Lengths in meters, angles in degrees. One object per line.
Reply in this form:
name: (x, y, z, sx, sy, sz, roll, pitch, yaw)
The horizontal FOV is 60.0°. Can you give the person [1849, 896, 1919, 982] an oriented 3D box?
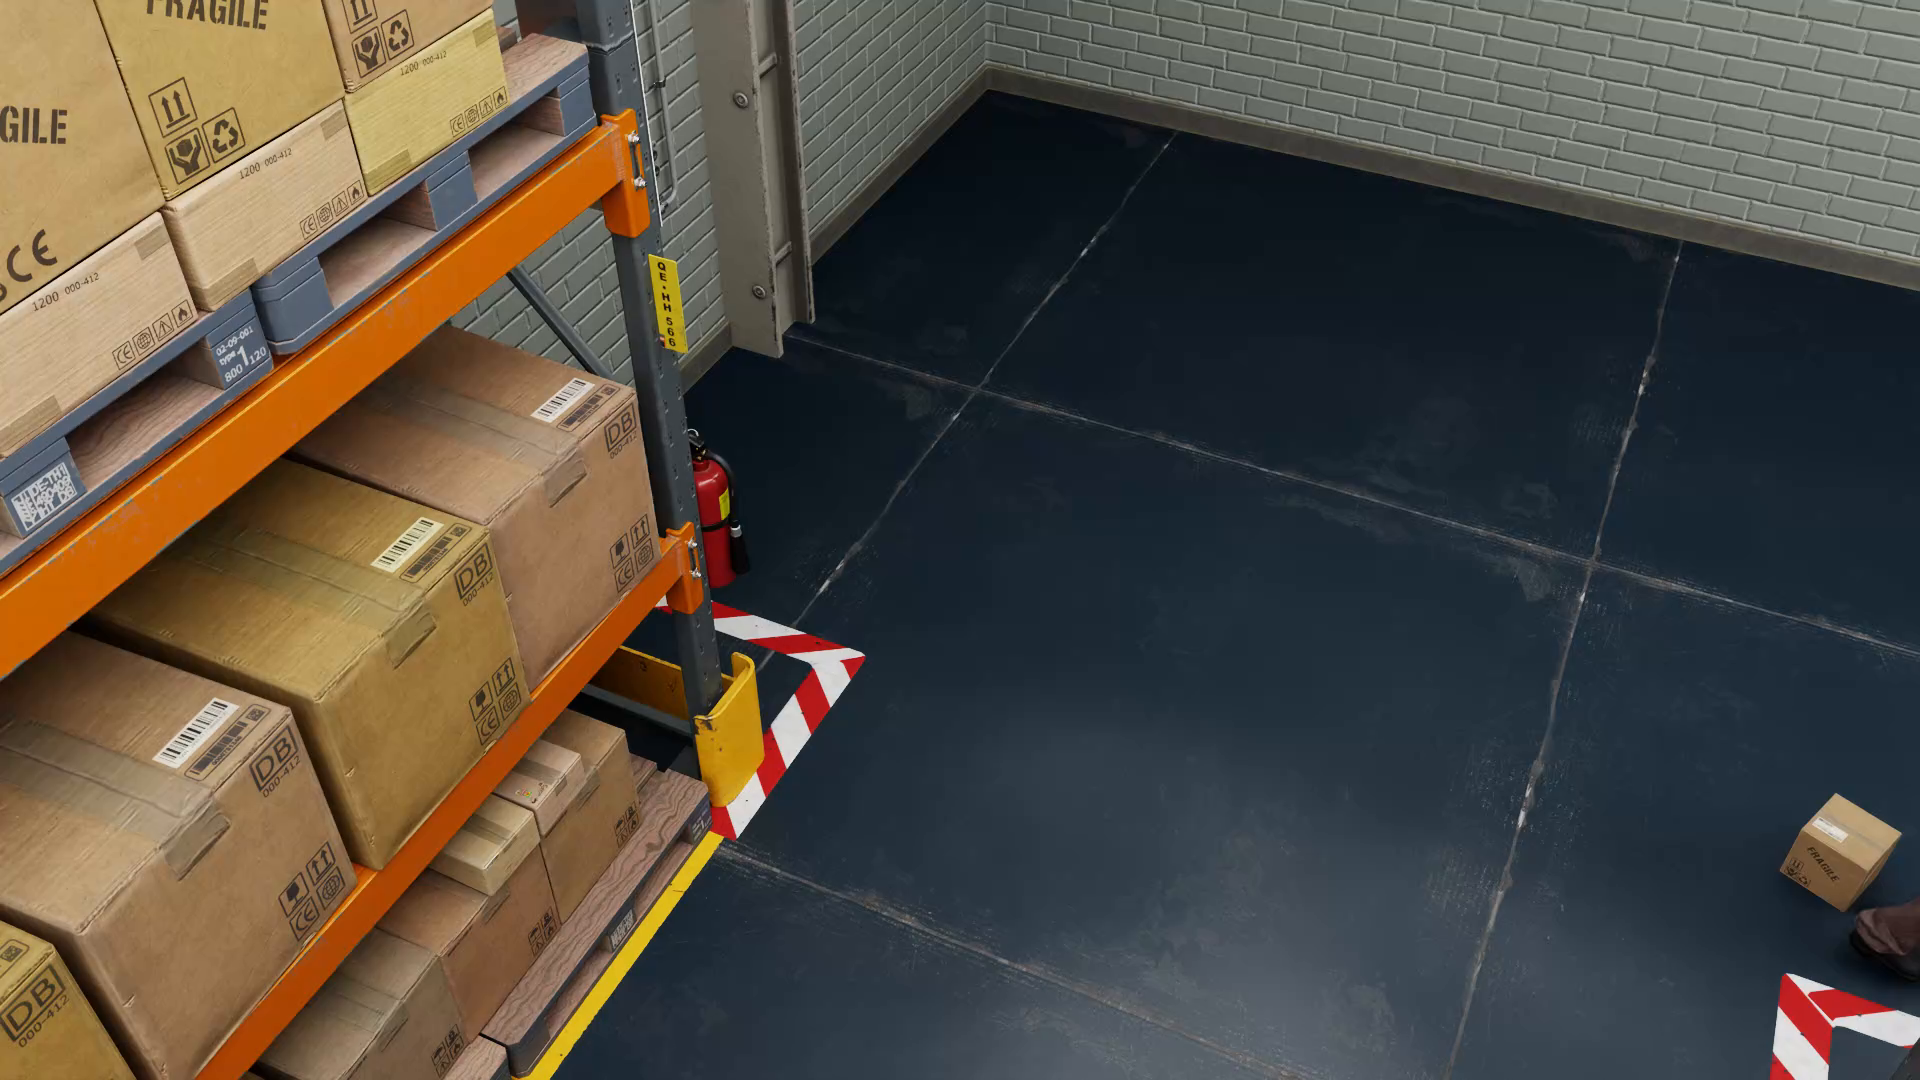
person: (3.559, 0.944, 5.117, 1.031, 1.671, 0.546, 22, 46, 23)
